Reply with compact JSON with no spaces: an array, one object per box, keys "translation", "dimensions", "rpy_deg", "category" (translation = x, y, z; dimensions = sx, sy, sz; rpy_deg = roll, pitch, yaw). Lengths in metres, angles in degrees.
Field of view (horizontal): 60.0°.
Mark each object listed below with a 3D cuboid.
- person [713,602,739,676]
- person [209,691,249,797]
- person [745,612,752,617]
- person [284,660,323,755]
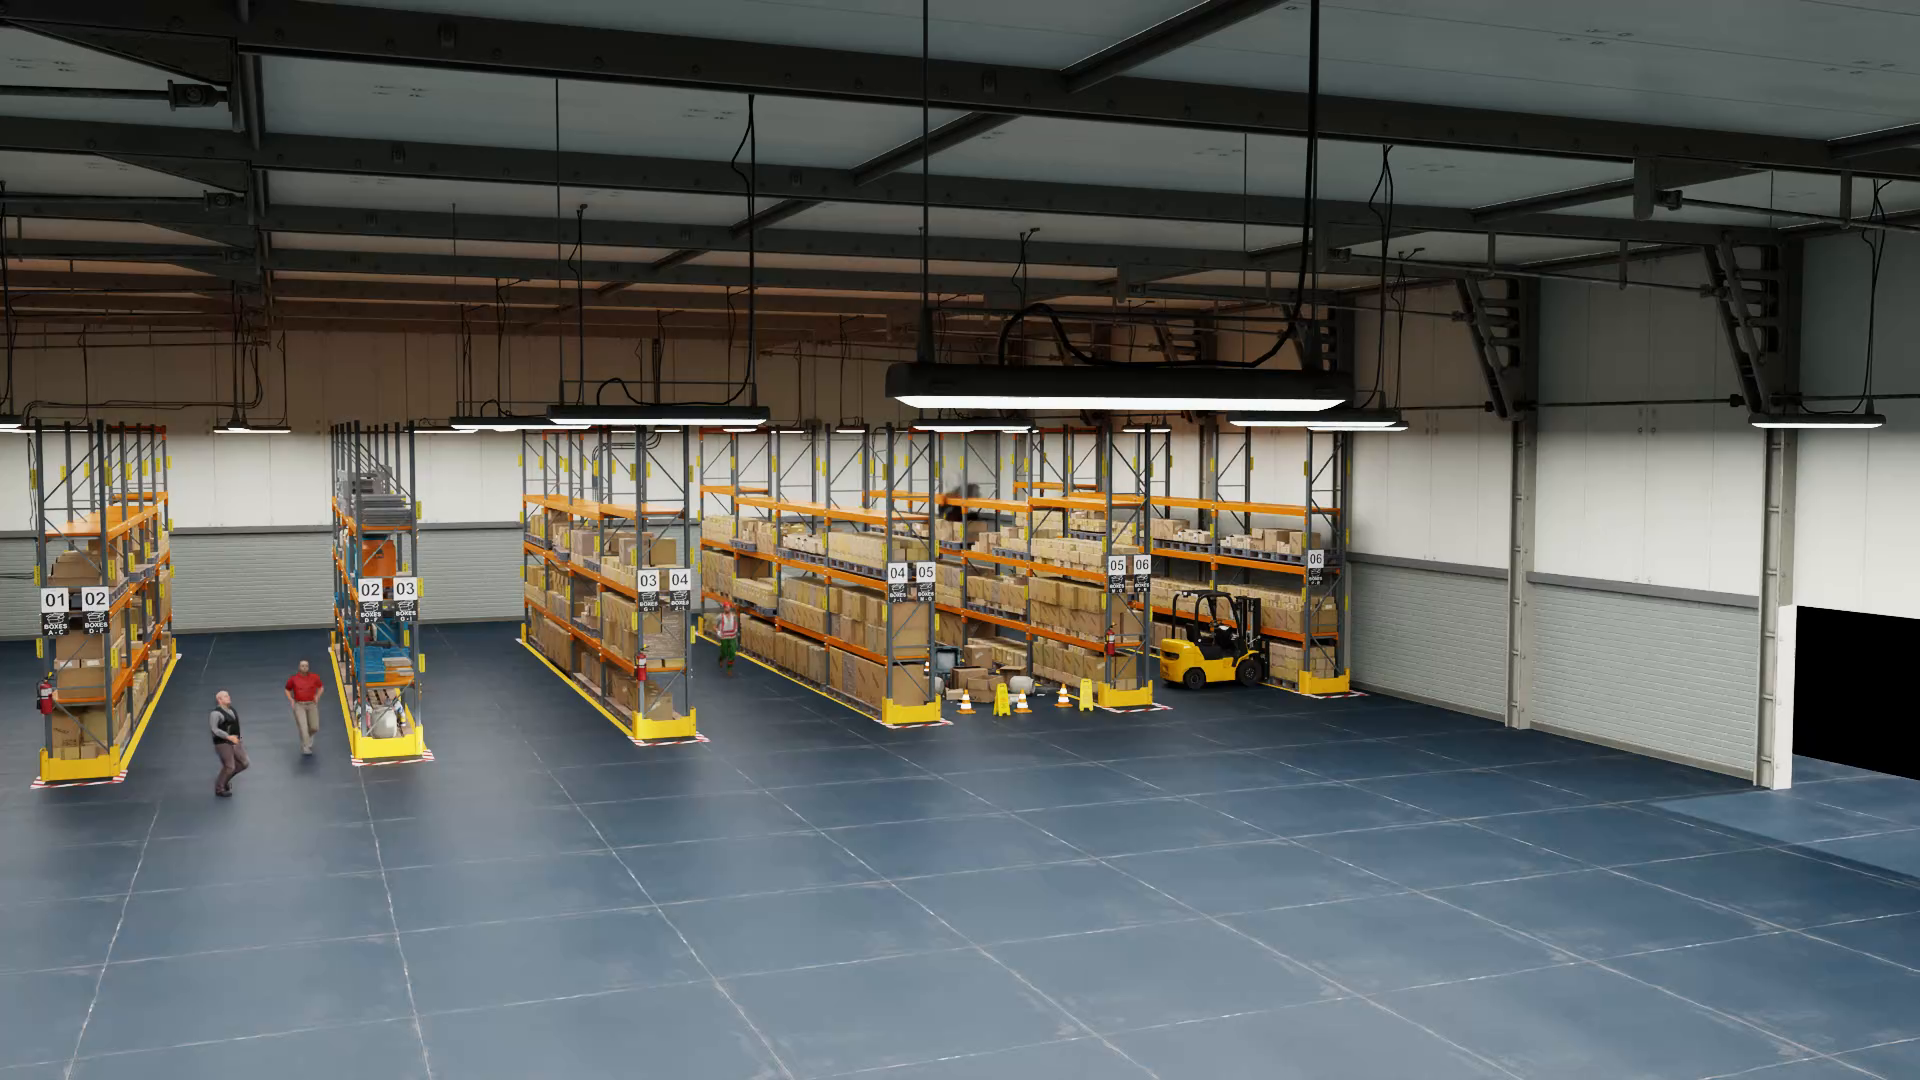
[{"translation":[-5.596,2.358,39.943],"dimensions":[0.661,1.761,0.788],"rpy_deg":[-2,4,-26],"category":"person"},{"translation":[-11.615,3.230,26.432],"dimensions":[0.522,1.682,0.671],"rpy_deg":[0,4,8],"category":"person"},{"translation":[-6.274,1.759,49.666],"dimensions":[0.777,1.748,0.654],"rpy_deg":[3,5,42],"category":"person"},{"translation":[-11.824,3.004,30.010],"dimensions":[0.656,1.682,0.664],"rpy_deg":[-2,4,-29],"category":"person"}]
